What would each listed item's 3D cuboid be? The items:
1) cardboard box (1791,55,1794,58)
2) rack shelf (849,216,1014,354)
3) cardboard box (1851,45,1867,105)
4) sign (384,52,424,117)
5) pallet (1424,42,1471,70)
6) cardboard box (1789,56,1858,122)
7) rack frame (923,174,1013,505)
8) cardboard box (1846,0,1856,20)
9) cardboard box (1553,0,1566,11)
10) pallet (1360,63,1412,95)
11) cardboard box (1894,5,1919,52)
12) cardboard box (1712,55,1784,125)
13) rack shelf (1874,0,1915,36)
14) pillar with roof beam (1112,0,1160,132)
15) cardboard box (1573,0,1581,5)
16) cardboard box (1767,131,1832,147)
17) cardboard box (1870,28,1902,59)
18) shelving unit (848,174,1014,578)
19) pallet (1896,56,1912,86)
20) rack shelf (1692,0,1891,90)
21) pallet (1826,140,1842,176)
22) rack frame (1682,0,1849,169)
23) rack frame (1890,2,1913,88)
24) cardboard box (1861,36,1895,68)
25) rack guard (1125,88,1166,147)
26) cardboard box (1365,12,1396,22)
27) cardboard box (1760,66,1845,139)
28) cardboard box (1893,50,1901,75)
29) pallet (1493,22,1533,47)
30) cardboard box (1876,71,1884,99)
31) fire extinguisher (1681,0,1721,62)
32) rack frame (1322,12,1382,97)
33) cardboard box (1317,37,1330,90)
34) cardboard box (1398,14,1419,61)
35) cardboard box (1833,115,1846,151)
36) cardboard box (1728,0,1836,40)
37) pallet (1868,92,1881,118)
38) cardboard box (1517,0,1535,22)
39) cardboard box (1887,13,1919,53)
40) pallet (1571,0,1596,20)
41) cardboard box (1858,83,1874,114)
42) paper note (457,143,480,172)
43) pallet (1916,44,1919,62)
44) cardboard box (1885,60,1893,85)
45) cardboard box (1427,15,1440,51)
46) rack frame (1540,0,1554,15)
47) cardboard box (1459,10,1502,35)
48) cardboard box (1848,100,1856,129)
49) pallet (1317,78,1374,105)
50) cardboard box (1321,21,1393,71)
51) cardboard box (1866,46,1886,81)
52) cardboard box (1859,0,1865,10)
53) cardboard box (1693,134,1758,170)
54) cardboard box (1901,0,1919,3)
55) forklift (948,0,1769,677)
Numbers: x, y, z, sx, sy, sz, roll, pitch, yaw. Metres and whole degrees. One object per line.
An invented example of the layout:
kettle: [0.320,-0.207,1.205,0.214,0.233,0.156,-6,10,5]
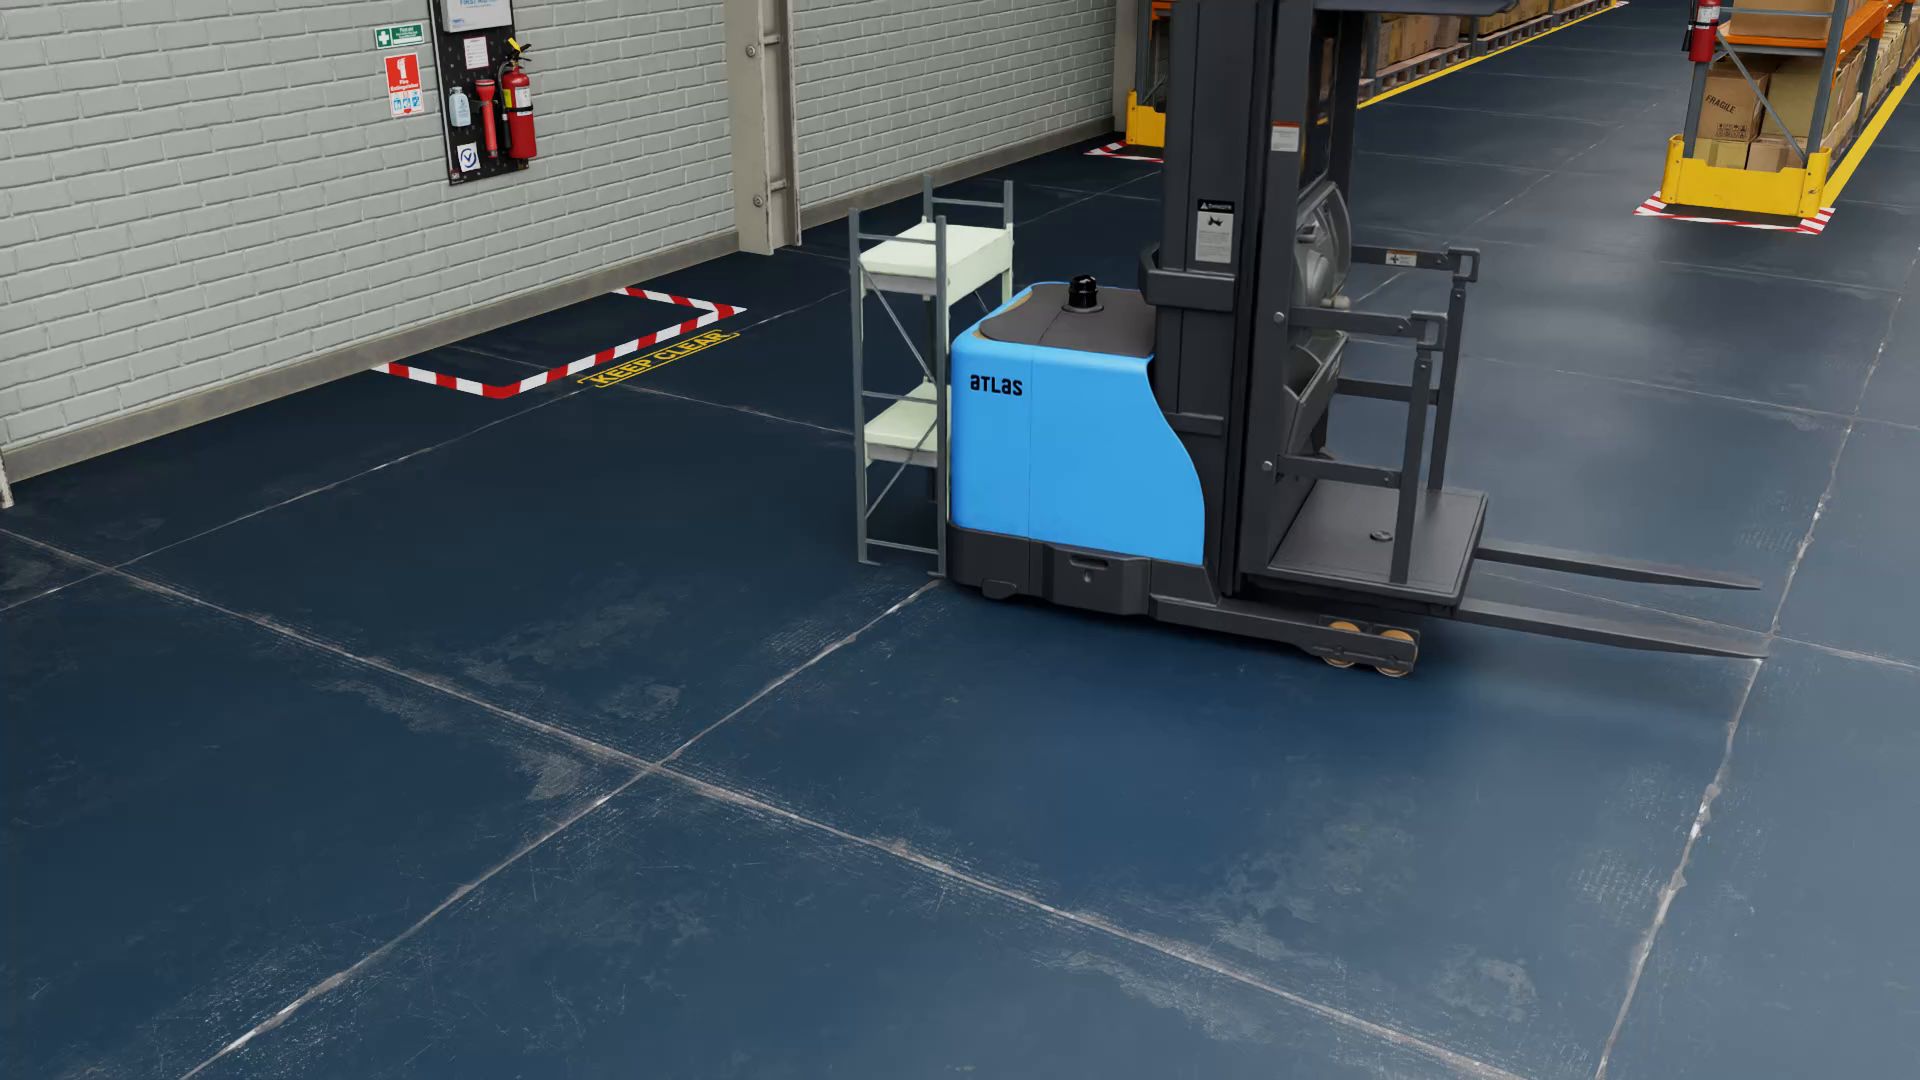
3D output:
cardboard box: [7.411,-4.296,15.387,0.500,0.500,0.500,14,27,29]
rack shelf: [-0.104,-1.059,6.823,0.431,0.370,0.720,9,25,20]
cardboard box: [8.116,-4.356,15.525,0.500,0.500,0.500,14,27,29]
sign: [-3.117,-2.554,9.329,0.001,0.329,0.234,14,27,29]
pallet: [5.935,-6.293,21.522,1.003,0.211,1.213,14,27,29]
cardboard box: [7.604,-4.015,14.736,0.500,0.500,0.500,14,27,29]
rack frame: [0.034,-0.835,7.289,0.400,1.500,0.023,9,25,20]
cardboard box: [7.410,-4.823,14.490,0.700,0.500,0.500,15,27,31]
cardboard box: [8.940,-8.463,25.641,0.700,0.500,0.500,14,27,30]
pallet: [4.648,-5.470,19.619,1.003,0.211,1.213,14,27,29]
cardboard box: [11.853,-6.471,21.016,0.500,0.500,0.500,13,27,27]
cardboard box: [6.884,-3.958,14.607,0.500,0.500,0.500,14,27,29]
rack shelf: [9.504,-5.794,17.765,1.077,0.370,4.000,14,27,29]
pillar with roof beam: [5.420,-7.405,13.028,9.100,9.000,0.400,14,27,29]
cardboard box: [9.481,-8.805,26.430,0.700,0.500,0.500,15,27,30]
cardboard box: [7.072,-3.334,14.109,0.500,0.250,0.500,14,27,29]
cardboard box: [10.223,-5.583,18.597,0.500,0.311,0.500,13,27,28]
shelving unit: [-0.104,-0.701,6.977,0.431,1.500,0.755,9,25,20]
pallet: [10.985,-5.764,20.299,1.003,0.211,1.213,14,27,29]
rack shelf: [7.394,-4.444,14.646,1.077,0.370,4.000,14,27,29]
pallet: [7.351,-3.497,15.062,1.003,0.211,1.213,14,27,29]
rack frame: [6.339,-4.099,12.944,1.000,3.000,0.127,14,27,29]
rack frame: [10.559,-6.800,19.181,1.000,3.000,0.127,14,27,29]
cardboard box: [9.689,-5.244,17.815,0.500,0.311,0.500,15,27,30]
rack guard: [2.169,-4.015,15.895,1.175,0.500,0.348,14,27,29]
cardboard box: [4.842,-6.287,19.645,0.500,0.250,0.500,13,27,28]
cardboard box: [7.073,-3.678,13.959,0.500,0.500,0.500,14,27,29]
cardboard box: [10.489,-5.502,19.116,0.500,0.250,0.500,15,27,30]
pallet: [7.473,-7.217,23.656,1.003,0.211,1.213,14,27,29]
cardboard box: [9.414,-4.812,17.523,0.500,0.250,0.500,13,27,27]
fire extinguisher: [5.882,-4.121,13.092,0.296,0.674,0.183,14,27,29]
rack frame: [4.239,-6.486,18.458,1.000,3.000,0.127,14,27,29]
cardboard box: [3.725,-5.182,18.038,0.500,0.500,0.500,12,26,25]
cardboard box: [5.146,-6.142,20.254,0.700,0.500,0.500,14,27,30]
cardboard box: [7.604,-3.671,14.886,0.500,0.250,0.500,14,27,29]
cardboard box: [6.596,-4.300,13.282,0.700,0.500,0.500,14,27,29]
pallet: [9.447,-4.840,18.165,1.003,0.211,1.213,14,27,29]
cardboard box: [7.760,-7.845,23.774,0.750,0.750,0.750,15,27,31]
cardboard box: [11.313,-6.126,20.218,0.500,0.500,0.500,13,27,27]
pallet: [9.569,-8.560,26.759,1.003,0.211,1.213,14,27,29]
cardboard box: [8.872,-4.465,16.720,0.500,0.250,0.500,13,27,28]
paper note: [-2.890,-2.253,9.788,0.016,0.148,0.142,14,27,29]
pallet: [12.272,-6.587,22.201,1.003,0.211,1.213,14,27,29]
cardboard box: [9.952,-5.158,18.321,0.500,0.250,0.500,15,27,30]
cardboard box: [5.643,-6.488,21.053,0.700,0.500,0.500,14,27,29]
rack frame: [8.459,-9.186,24.695,1.000,3.000,0.127,14,27,29]
cardboard box: [6.848,-7.263,22.430,0.750,0.750,0.750,13,27,28]
cardboard box: [8.118,-4.011,15.673,0.500,0.250,0.500,14,27,29]
pallet: [3.914,-4.973,18.471,1.003,0.211,1.213,14,27,29]
cardboard box: [4.613,-5.793,19.449,0.700,0.500,0.500,15,28,31]
cardboard box: [9.147,-4.893,17.003,0.500,0.311,0.500,14,27,28]
cardboard box: [7.948,-5.165,15.279,0.700,0.500,0.500,14,27,28]
cardboard box: [6.371,-3.273,13.968,0.500,0.250,0.500,14,27,29]
cardboard box: [12.384,-6.813,21.804,0.500,0.500,0.500,14,27,29]
forklift: [1.520,-1.084,6.064,3.031,2.935,1.130,9,25,20]
